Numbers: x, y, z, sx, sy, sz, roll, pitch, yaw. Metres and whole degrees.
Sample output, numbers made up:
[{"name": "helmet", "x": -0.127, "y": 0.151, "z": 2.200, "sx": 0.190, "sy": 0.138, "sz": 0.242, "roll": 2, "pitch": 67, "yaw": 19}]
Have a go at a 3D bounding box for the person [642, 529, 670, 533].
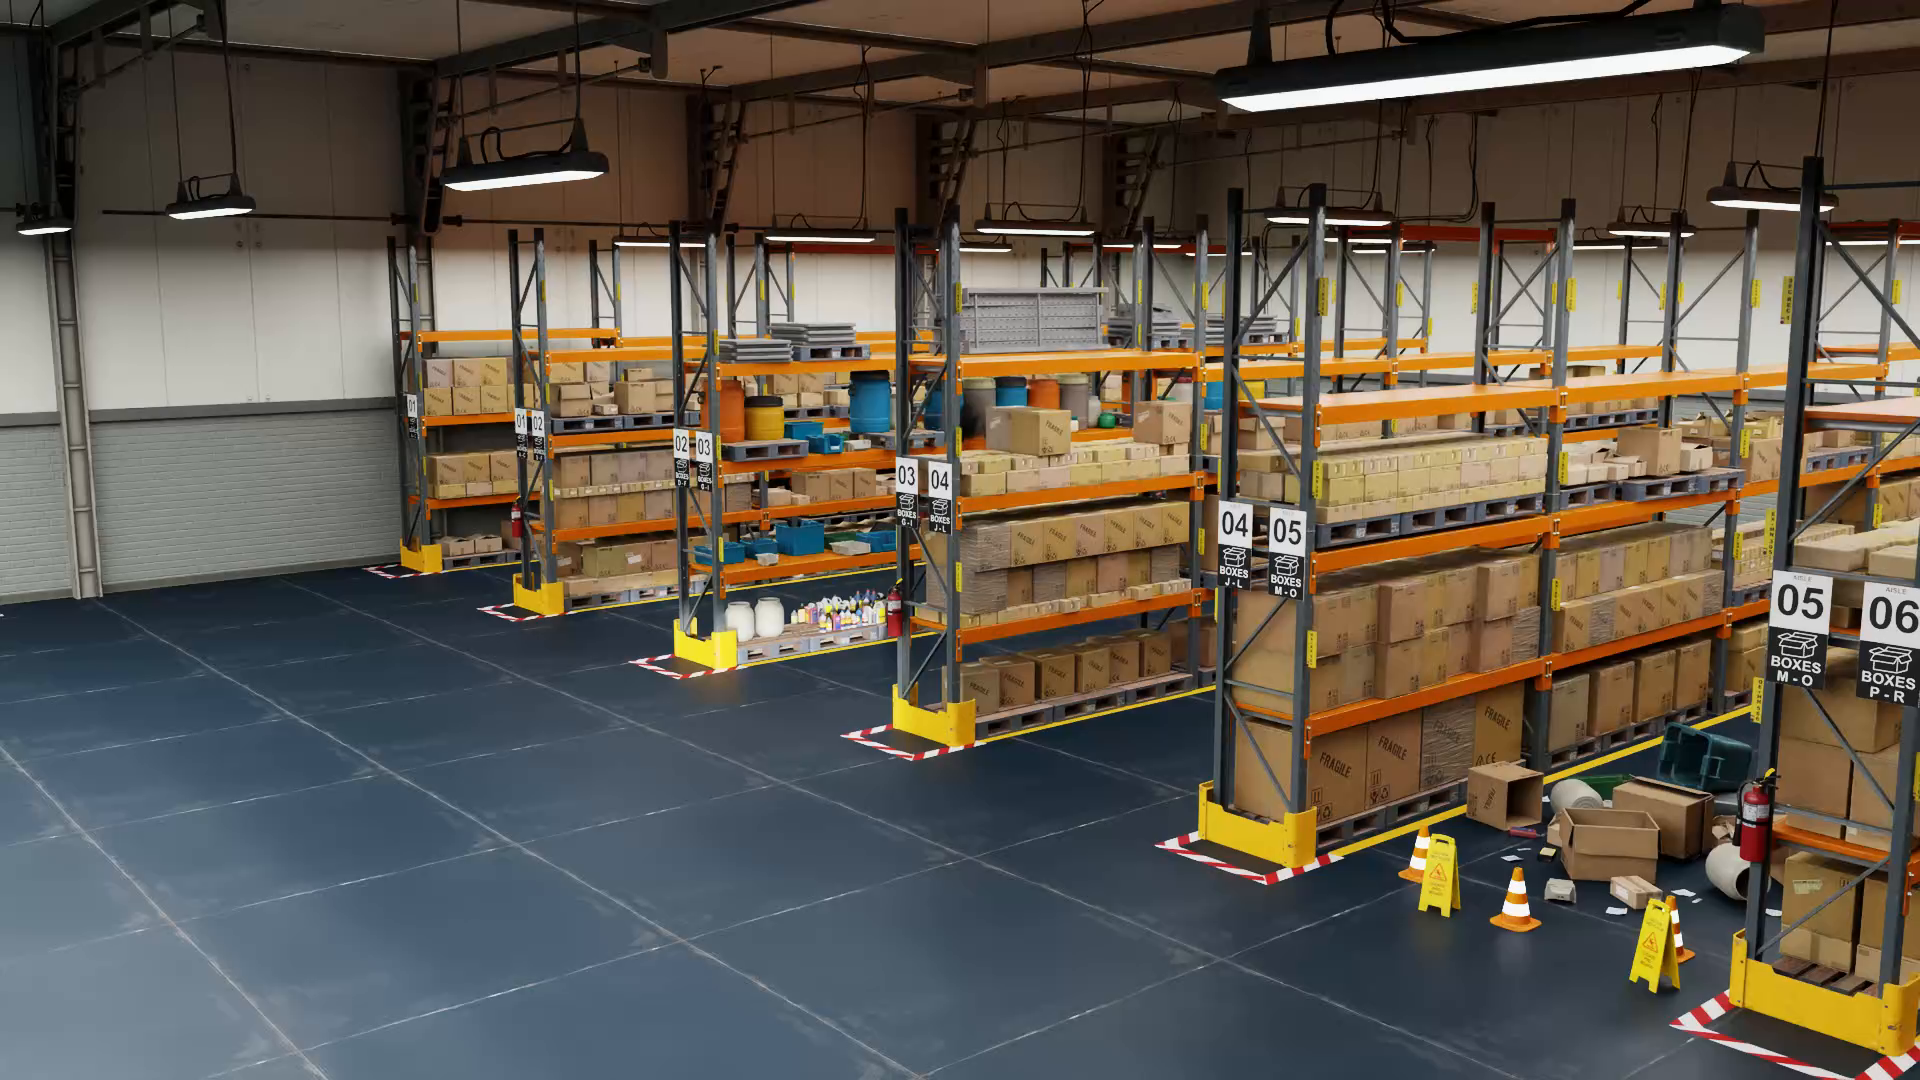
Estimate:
[{"name": "person", "x": -5.423, "y": -0.261, "z": 29.810, "sx": 0.652, "sy": 1.791, "sz": 0.888, "roll": 7, "pitch": 11, "yaw": 39}]
